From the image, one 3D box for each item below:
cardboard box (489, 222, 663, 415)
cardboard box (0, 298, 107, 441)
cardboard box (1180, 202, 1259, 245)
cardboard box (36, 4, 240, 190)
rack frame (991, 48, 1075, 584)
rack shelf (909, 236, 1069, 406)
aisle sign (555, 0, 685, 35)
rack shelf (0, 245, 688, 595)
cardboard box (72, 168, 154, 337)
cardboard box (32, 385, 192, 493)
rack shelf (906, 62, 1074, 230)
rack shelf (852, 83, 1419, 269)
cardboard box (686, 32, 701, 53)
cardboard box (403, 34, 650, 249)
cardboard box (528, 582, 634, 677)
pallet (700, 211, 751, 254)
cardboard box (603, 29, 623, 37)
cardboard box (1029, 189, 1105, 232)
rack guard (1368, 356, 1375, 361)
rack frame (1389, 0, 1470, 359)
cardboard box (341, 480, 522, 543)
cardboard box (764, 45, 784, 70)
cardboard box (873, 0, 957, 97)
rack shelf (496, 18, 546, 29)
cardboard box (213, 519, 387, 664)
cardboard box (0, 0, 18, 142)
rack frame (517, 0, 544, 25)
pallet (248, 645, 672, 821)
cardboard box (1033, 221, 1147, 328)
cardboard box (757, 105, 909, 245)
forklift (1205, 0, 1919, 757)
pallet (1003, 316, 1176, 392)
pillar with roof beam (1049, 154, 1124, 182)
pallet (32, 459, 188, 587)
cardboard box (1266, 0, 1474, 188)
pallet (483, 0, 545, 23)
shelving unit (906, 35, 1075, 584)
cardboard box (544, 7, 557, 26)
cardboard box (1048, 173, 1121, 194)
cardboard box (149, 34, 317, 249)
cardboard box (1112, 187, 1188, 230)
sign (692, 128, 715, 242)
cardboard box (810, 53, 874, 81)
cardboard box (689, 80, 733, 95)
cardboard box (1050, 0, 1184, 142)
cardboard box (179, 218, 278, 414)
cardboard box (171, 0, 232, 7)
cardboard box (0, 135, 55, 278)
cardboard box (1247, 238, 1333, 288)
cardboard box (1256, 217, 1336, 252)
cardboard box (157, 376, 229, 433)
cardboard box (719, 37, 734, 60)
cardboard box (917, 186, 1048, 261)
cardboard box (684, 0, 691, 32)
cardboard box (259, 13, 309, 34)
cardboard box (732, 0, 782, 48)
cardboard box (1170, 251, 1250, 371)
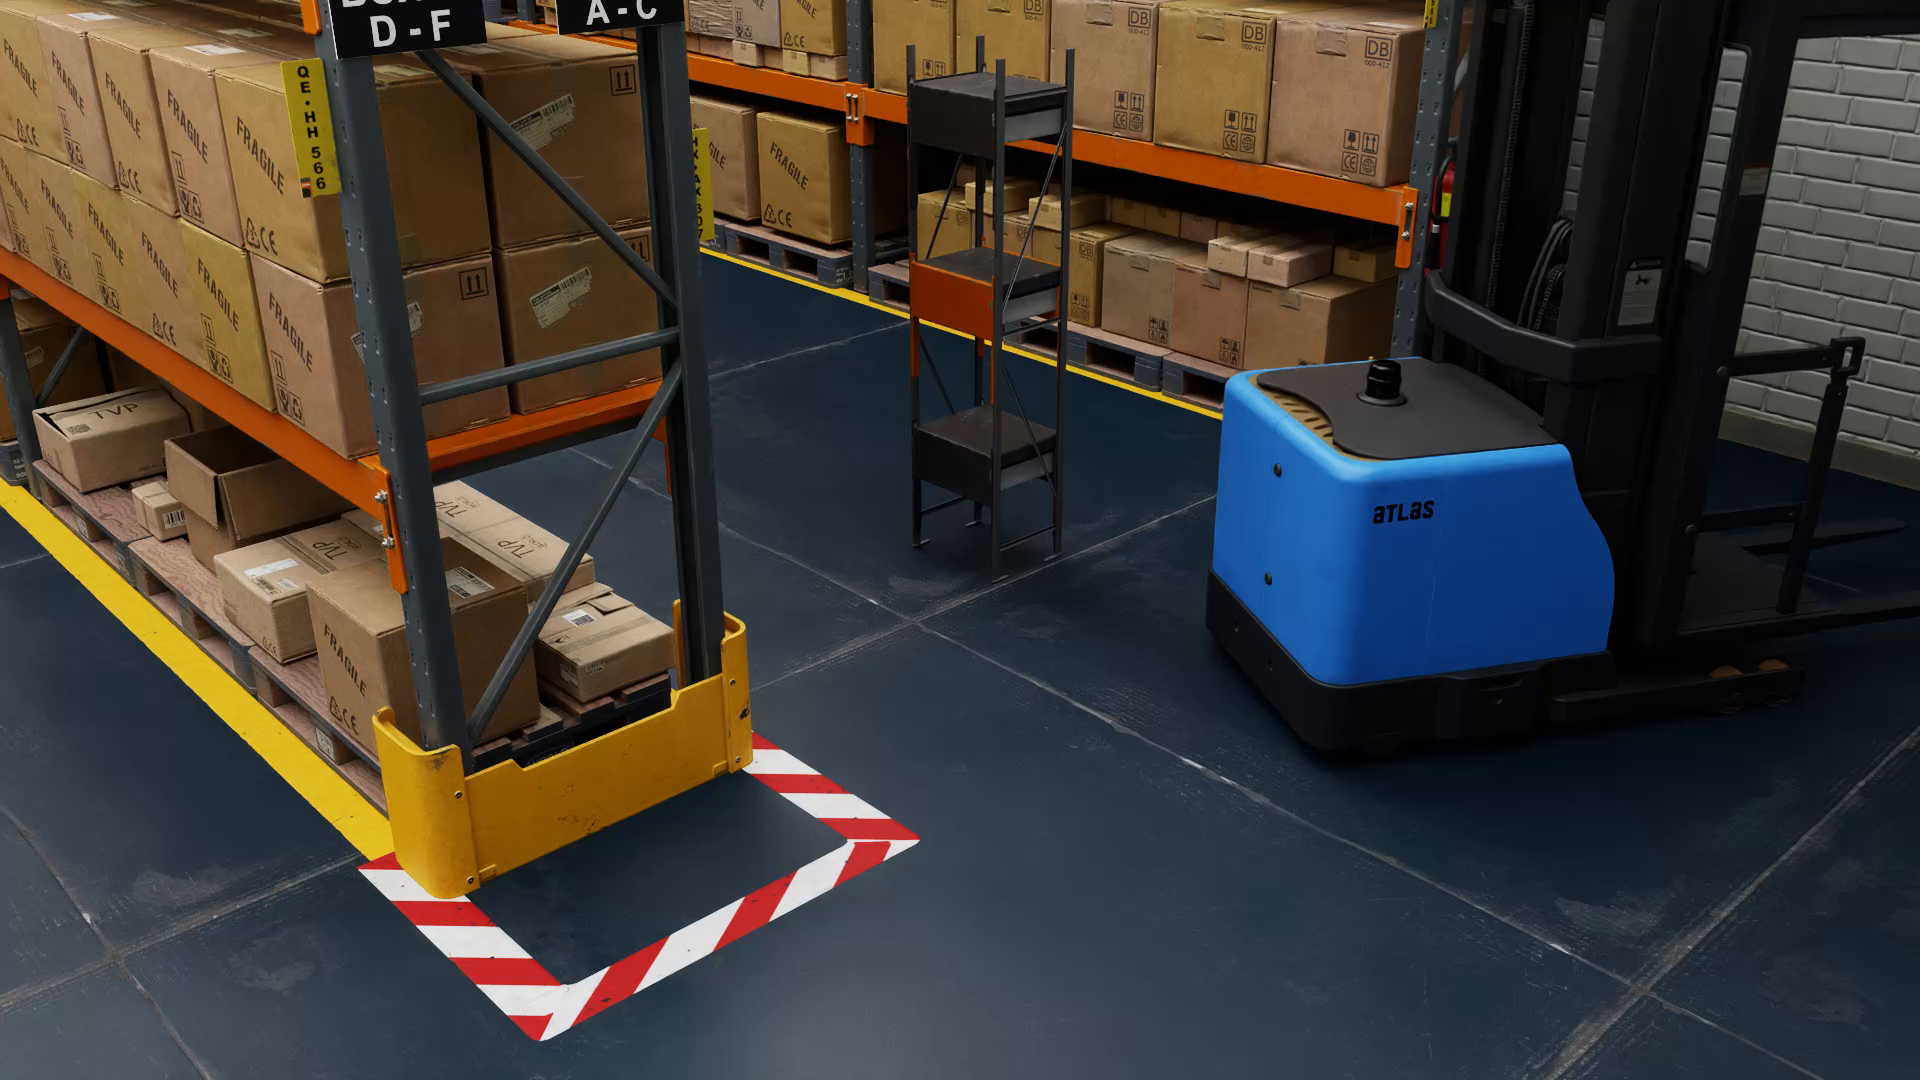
[{"bbox_3d":[-1.275,-0.740,5.137,0.500,0.500,0.500,-20,32,-37],"label":"cardboard box"},{"bbox_3d":[-4.445,-0.828,7.933,0.500,0.500,0.500,-21,32,-39],"label":"cardboard box"},{"bbox_3d":[1.437,-1.749,9.194,0.380,0.149,0.250,-21,32,-38],"label":"cardboard box"},{"bbox_3d":[-2.724,-1.506,5.613,0.500,0.500,0.500,-20,31,-37],"label":"cardboard box"},{"bbox_3d":[0.280,-0.831,6.542,0.400,2.100,0.015,-21,32,-38],"label":"rack frame"},{"bbox_3d":[0.113,-0.893,6.710,0.431,0.518,0.480,-21,32,-38],"label":"rack shelf"},{"bbox_3d":[-0.903,-1.730,4.297,0.394,0.787,0.004,-21,32,-38],"label":"aisle sign"},{"bbox_3d":[-2.531,-0.764,6.177,1.077,0.370,4.000,-21,32,-38],"label":"rack shelf"},{"bbox_3d":[-2.707,-1.051,5.818,0.500,0.500,0.500,-22,32,-39],"label":"cardboard box"},{"bbox_3d":[-3.769,-0.485,7.409,0.500,0.311,0.500,-21,32,-38],"label":"cardboard box"},{"bbox_3d":[0.113,-1.530,6.419,0.431,0.518,0.480,-21,32,-38],"label":"rack shelf"},{"bbox_3d":[1.082,-2.170,9.260,1.077,0.370,4.000,-21,32,-38],"label":"rack shelf"},{"bbox_3d":[-1.732,-3.501,11.589,0.380,0.149,0.250,-20,31,-37],"label":"cardboard box"},{"bbox_3d":[-1.275,-1.195,4.929,0.500,0.500,0.500,-20,31,-37],"label":"cardboard box"},{"bbox_3d":[-1.370,0.304,5.854,0.380,0.166,0.250,-21,32,-38],"label":"cardboard box"},{"bbox_3d":[-1.705,-2.417,12.293,1.003,0.211,1.213,-21,32,-38],"label":"pallet"},{"bbox_3d":[-2.415,-3.820,12.288,0.380,0.149,0.250,-22,32,-39],"label":"cardboard box"},{"bbox_3d":[0.609,-1.883,9.488,0.380,0.149,0.250,-22,33,-40],"label":"cardboard box"},{"bbox_3d":[2.466,-0.747,8.285,1.175,0.500,0.348,-21,32,-38],"label":"rack guard"},{"bbox_3d":[2.449,-1.891,7.782,1.000,3.000,0.127,-21,32,-38],"label":"rack frame"},{"bbox_3d":[-2.012,0.018,6.380,0.500,0.250,0.500,-21,32,-38],"label":"cardboard box"},{"bbox_3d":[-1.056,-3.181,10.888,0.380,0.149,0.250,-20,31,-37],"label":"cardboard box"},{"bbox_3d":[0.074,-3.071,10.006,0.980,0.700,0.700,-21,32,-38],"label":"cardboard box"},{"bbox_3d":[-4.386,-4.594,14.572,1.077,0.370,4.000,-21,32,-38],"label":"rack shelf"},{"bbox_3d":[-2.343,0.175,6.036,0.500,0.250,0.500,-21,32,-38],"label":"cardboard box"},{"bbox_3d":[-3.428,-1.818,6.297,0.500,0.500,0.500,-22,33,-40],"label":"cardboard box"},{"bbox_3d":[-3.019,-4.315,13.095,1.000,3.000,0.127,-21,32,-38],"label":"rack frame"},{"bbox_3d":[-1.762,0.520,5.857,1.003,0.211,1.213,-21,32,-38],"label":"pallet"},{"bbox_3d":[0.842,-1.592,9.632,0.700,0.500,0.500,-20,31,-37],"label":"cardboard box"},{"bbox_3d":[-0.824,-2.476,11.148,0.750,0.750,0.750,-21,32,-38],"label":"cardboard box"},{"bbox_3d":[2.513,-0.923,5.743,3.031,2.935,1.130,-6,25,-13],"label":"forklift"},{"bbox_3d":[1.016,-1.212,9.653,1.003,0.211,1.213,-21,32,-38],"label":"pallet"},{"bbox_3d":[-2.317,-4.645,6.589,9.100,9.000,0.400,-21,32,-38],"label":"pillar with roof beam"},{"bbox_3d":[-3.429,-0.220,7.478,1.003,0.211,1.213,-21,32,-38],"label":"pallet"},{"bbox_3d":[2.093,-2.180,8.052,0.980,0.700,0.700,-20,31,-36],"label":"cardboard box"},{"bbox_3d":[-3.584,-4.414,13.542,1.213,0.211,1.003,-21,32,-38],"label":"pallet"},{"bbox_3d":[0.113,-0.905,6.704,0.431,2.100,0.503,-21,32,-38],"label":"shelving unit"},{"bbox_3d":[-2.963,-4.045,12.780,0.380,0.149,0.250,-22,32,-39],"label":"cardboard box"},{"bbox_3d":[0.740,-2.058,9.872,0.380,0.149,0.250,-23,33,-40],"label":"cardboard box"},{"bbox_3d":[-2.015,-1.195,4.930,0.500,0.500,0.500,-20,31,-37],"label":"cardboard box"},{"bbox_3d":[1.089,-1.903,9.532,0.380,0.149,0.250,-22,32,-39],"label":"cardboard box"},{"bbox_3d":[-0.768,-1.033,4.857,0.100,0.325,0.005,-21,32,-38],"label":"sign"},{"bbox_3d":[-0.722,-3.020,10.535,0.380,0.149,0.250,-21,32,-38],"label":"cardboard box"},{"bbox_3d":[-2.018,-3.001,12.298,0.750,0.750,0.750,-21,32,-39],"label":"cardboard box"},{"bbox_3d":[1.074,-2.630,9.040,0.700,0.700,0.980,22,32,39],"label":"cardboard box"},{"bbox_3d":[-2.026,-0.745,5.149,0.500,0.500,0.500,-21,32,-38],"label":"cardboard box"},{"bbox_3d":[-2.667,-1.810,6.279,0.500,0.500,0.500,-21,32,-38],"label":"cardboard box"},{"bbox_3d":[-3.396,-1.356,6.489,0.500,0.500,0.500,-21,32,-38],"label":"cardboard box"},{"bbox_3d":[1.677,-1.411,8.454,0.380,0.149,0.250,-22,32,-39],"label":"cardboard box"},{"bbox_3d":[1.782,-1.596,8.859,0.380,0.149,0.250,-21,32,-38],"label":"cardboard box"},{"bbox_3d":[-3.302,-0.668,7.581,0.500,0.500,0.500,-21,32,-38],"label":"cardboard box"},{"bbox_3d":[-1.398,-3.337,11.230,0.380,0.149,0.250,-21,32,-38],"label":"cardboard box"},{"bbox_3d":[0.152,-1.901,10.310,0.700,0.500,0.500,-21,32,-38],"label":"cardboard box"},{"bbox_3d":[-1.822,-3.818,11.502,0.500,0.500,0.500,-20,31,-37],"label":"cardboard box"},{"bbox_3d":[-1.976,-1.504,5.607,0.500,0.500,0.500,-21,32,-38],"label":"cardboard box"},{"bbox_3d":[-1.140,-3.513,10.834,0.500,0.500,0.500,-21,32,-38],"label":"cardboard box"},{"bbox_3d":[1.556,-1.280,8.949,0.700,0.500,0.500,-21,32,-39],"label":"cardboard box"}]
